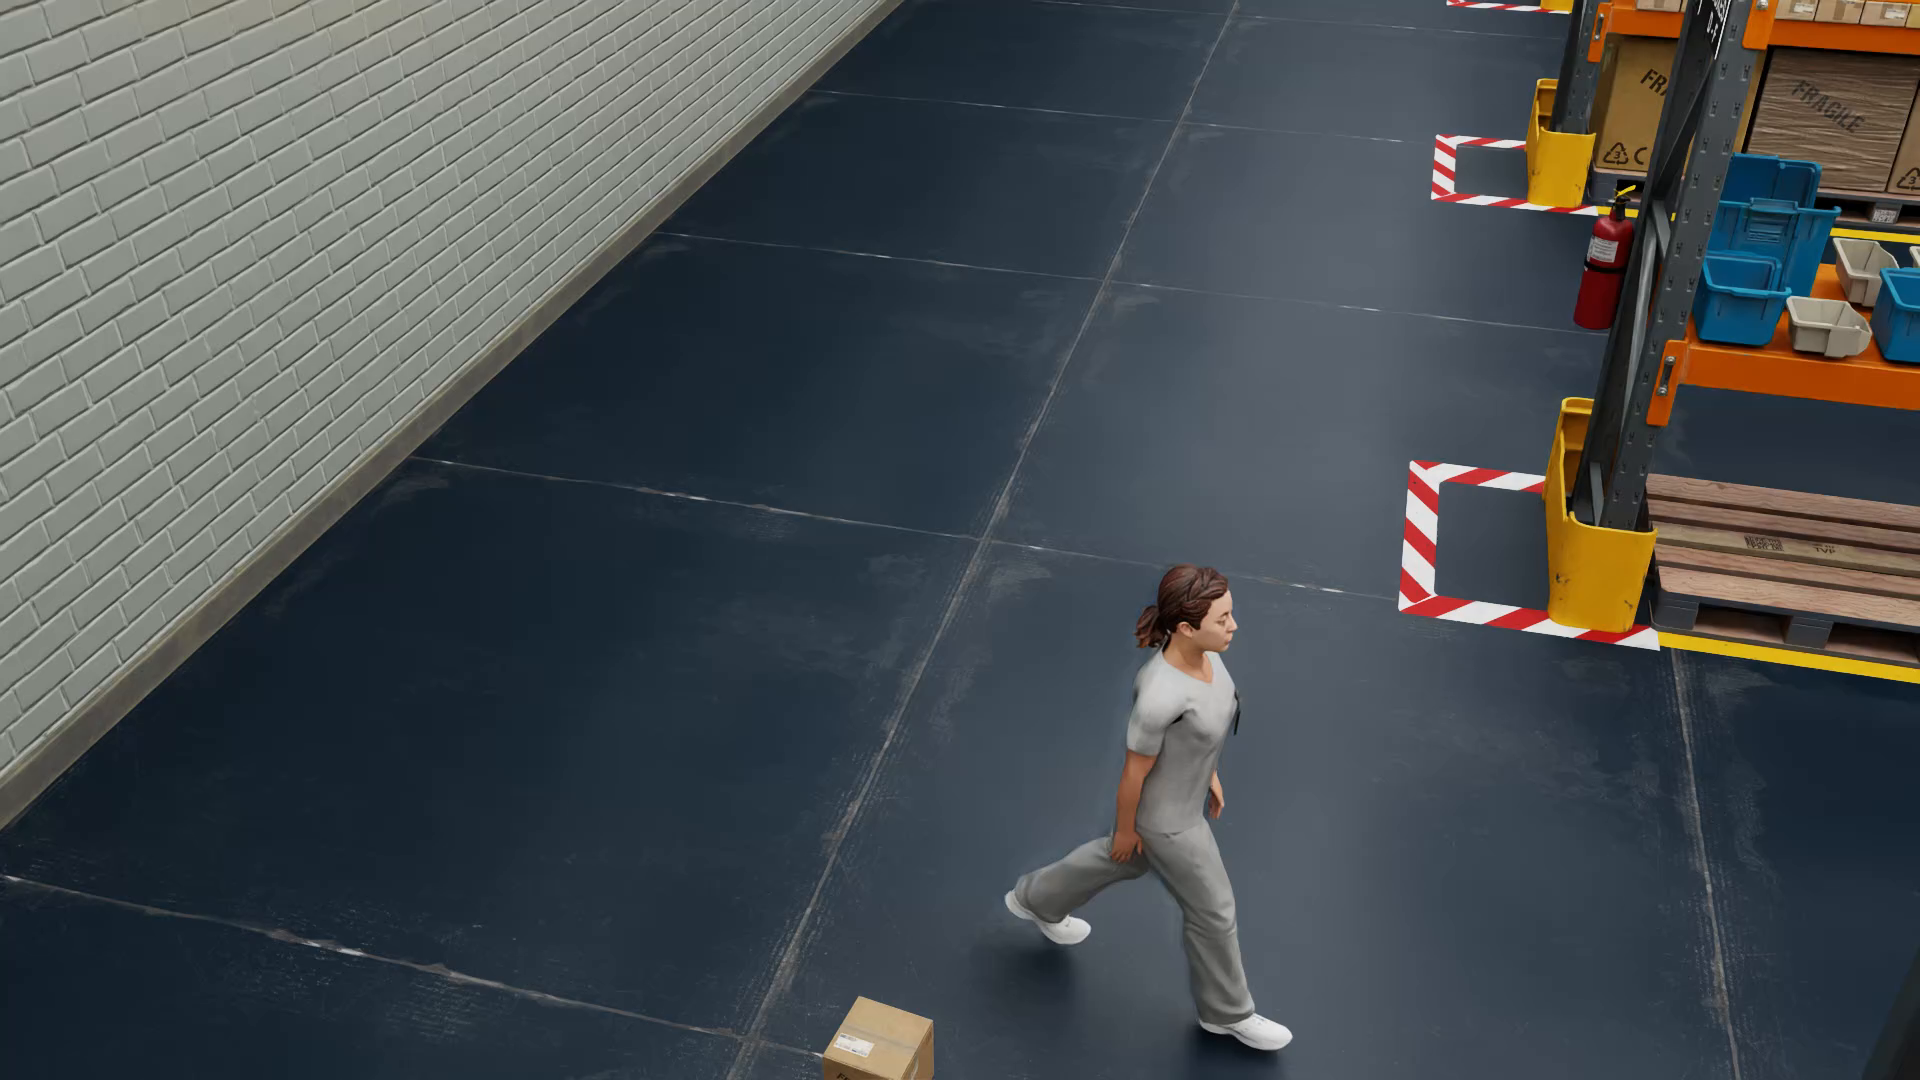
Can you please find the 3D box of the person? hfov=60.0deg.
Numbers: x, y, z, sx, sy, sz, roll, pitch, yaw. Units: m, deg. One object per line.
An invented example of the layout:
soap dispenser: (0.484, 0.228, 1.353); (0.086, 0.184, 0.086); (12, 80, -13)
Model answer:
person: (0.613, 0.761, 4.967); (0.964, 1.633, 0.444); (11, 34, 16)
